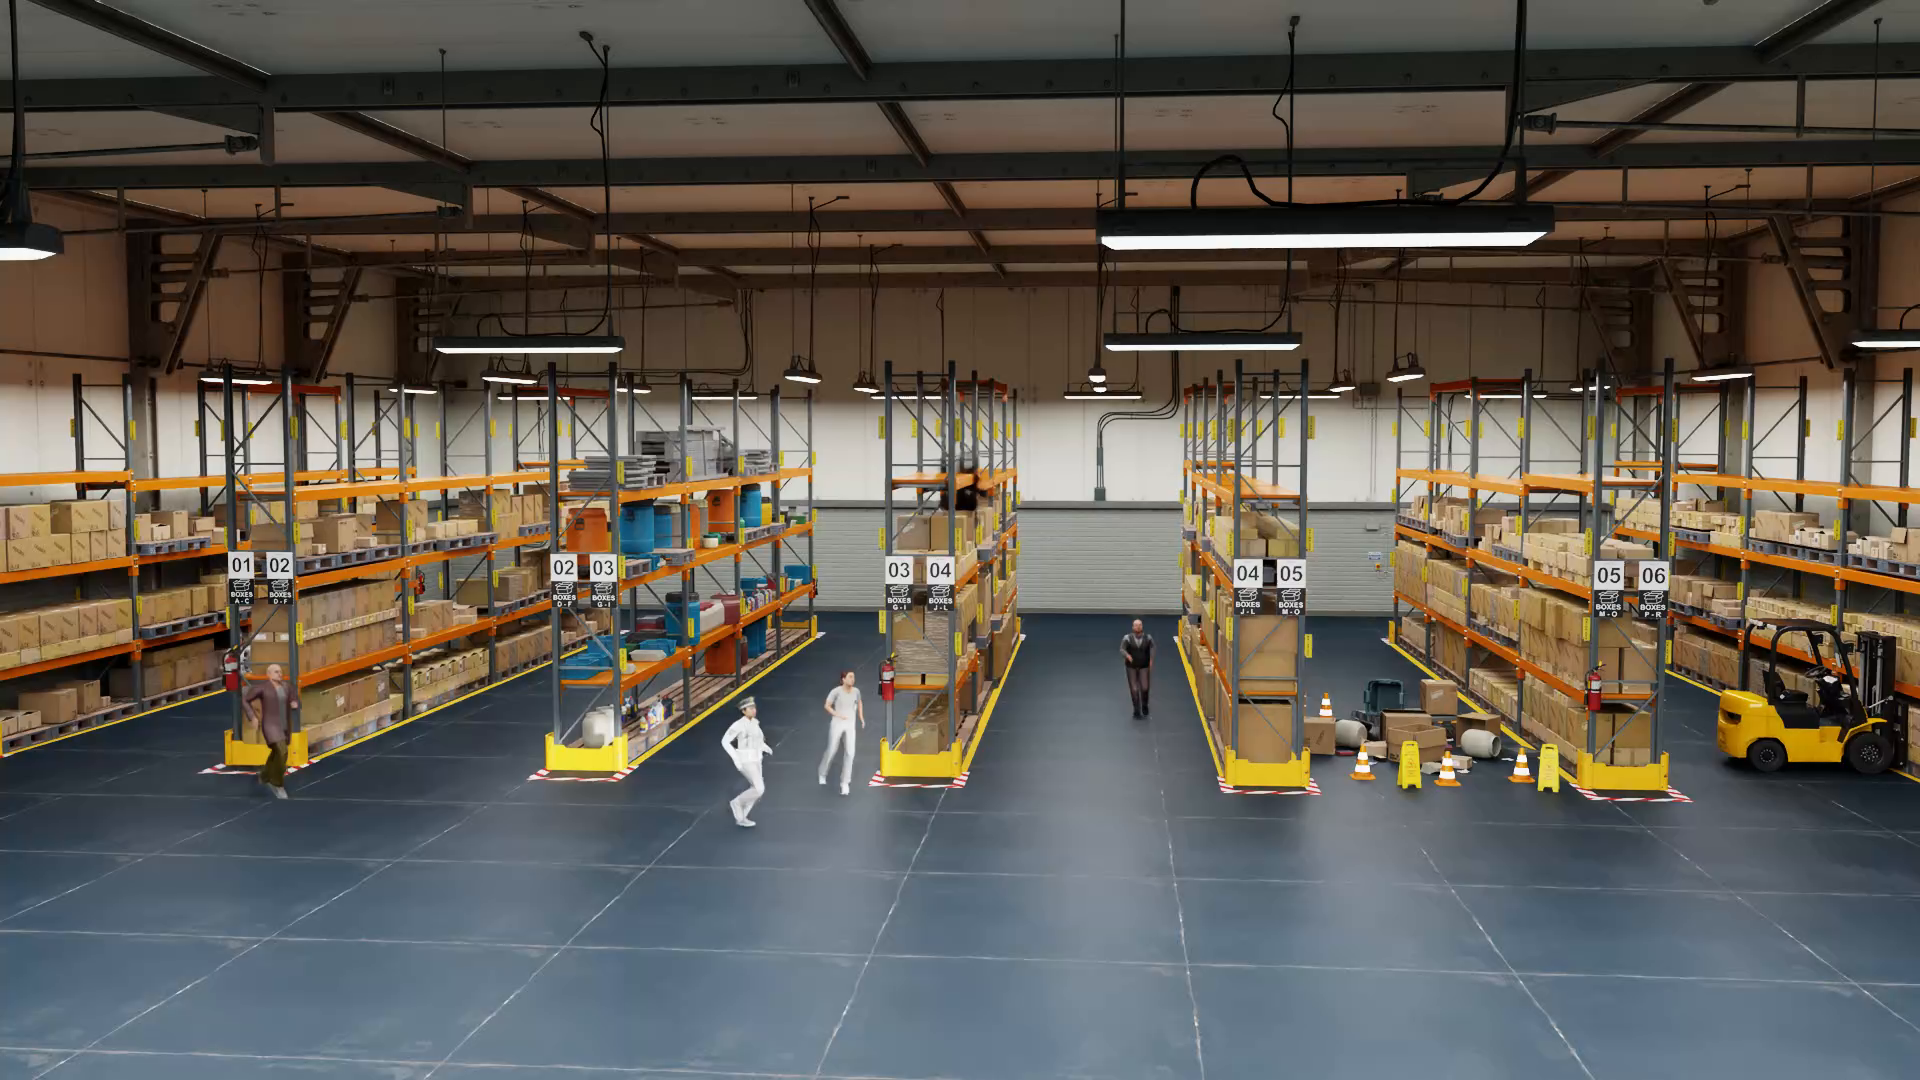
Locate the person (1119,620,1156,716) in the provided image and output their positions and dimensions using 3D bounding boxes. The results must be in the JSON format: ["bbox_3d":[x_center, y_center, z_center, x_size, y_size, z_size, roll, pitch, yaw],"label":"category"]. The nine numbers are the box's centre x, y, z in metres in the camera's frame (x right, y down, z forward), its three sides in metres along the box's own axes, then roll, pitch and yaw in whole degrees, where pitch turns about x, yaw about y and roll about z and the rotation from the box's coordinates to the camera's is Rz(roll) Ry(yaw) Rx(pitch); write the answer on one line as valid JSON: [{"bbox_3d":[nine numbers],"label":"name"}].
[{"bbox_3d":[3.102,2.242,29.022,0.655,1.698,0.635,0,4,5],"label":"person"}]

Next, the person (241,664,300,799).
[{"bbox_3d":[-9.381,2.627,22.793,0.833,1.832,0.668,2,4,26],"label":"person"}]

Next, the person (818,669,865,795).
[{"bbox_3d":[-1.602,2.637,23.231,0.625,1.693,0.804,-2,4,-26],"label":"person"}]

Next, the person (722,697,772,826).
[{"bbox_3d":[-2.614,2.792,20.923,0.550,1.649,0.600,2,4,28],"label":"person"}]

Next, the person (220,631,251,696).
[{"bbox_3d":[-11.857,2.333,27.381,0.612,1.701,0.920,0,4,-2],"label":"person"}]
